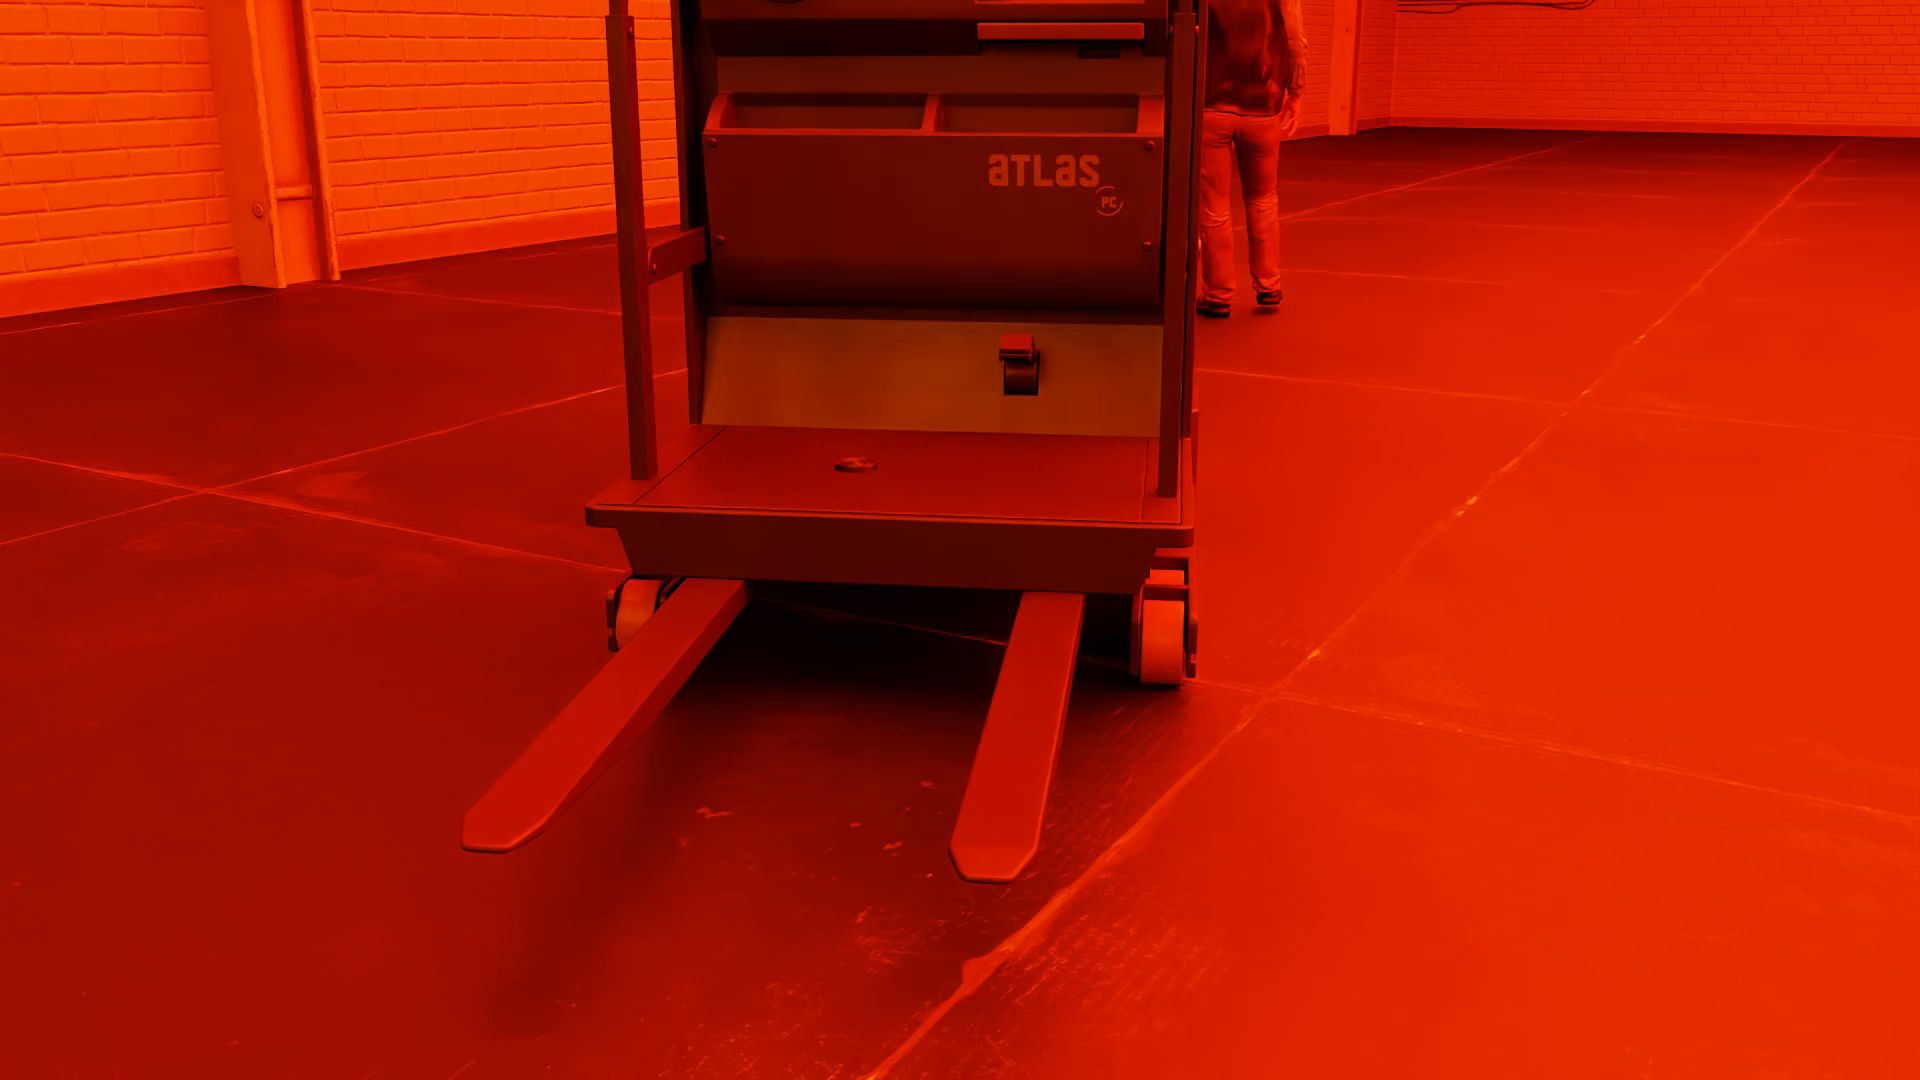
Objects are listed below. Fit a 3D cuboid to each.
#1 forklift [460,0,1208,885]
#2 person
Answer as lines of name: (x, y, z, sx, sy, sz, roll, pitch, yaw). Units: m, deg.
forklift: (-0.078, -1.236, 3.048, 1.130, 2.935, 3.031, 2, 17, 7)
person: (1.181, -1.849, 7.250, 0.633, 1.717, 0.578, 0, 16, -2)
